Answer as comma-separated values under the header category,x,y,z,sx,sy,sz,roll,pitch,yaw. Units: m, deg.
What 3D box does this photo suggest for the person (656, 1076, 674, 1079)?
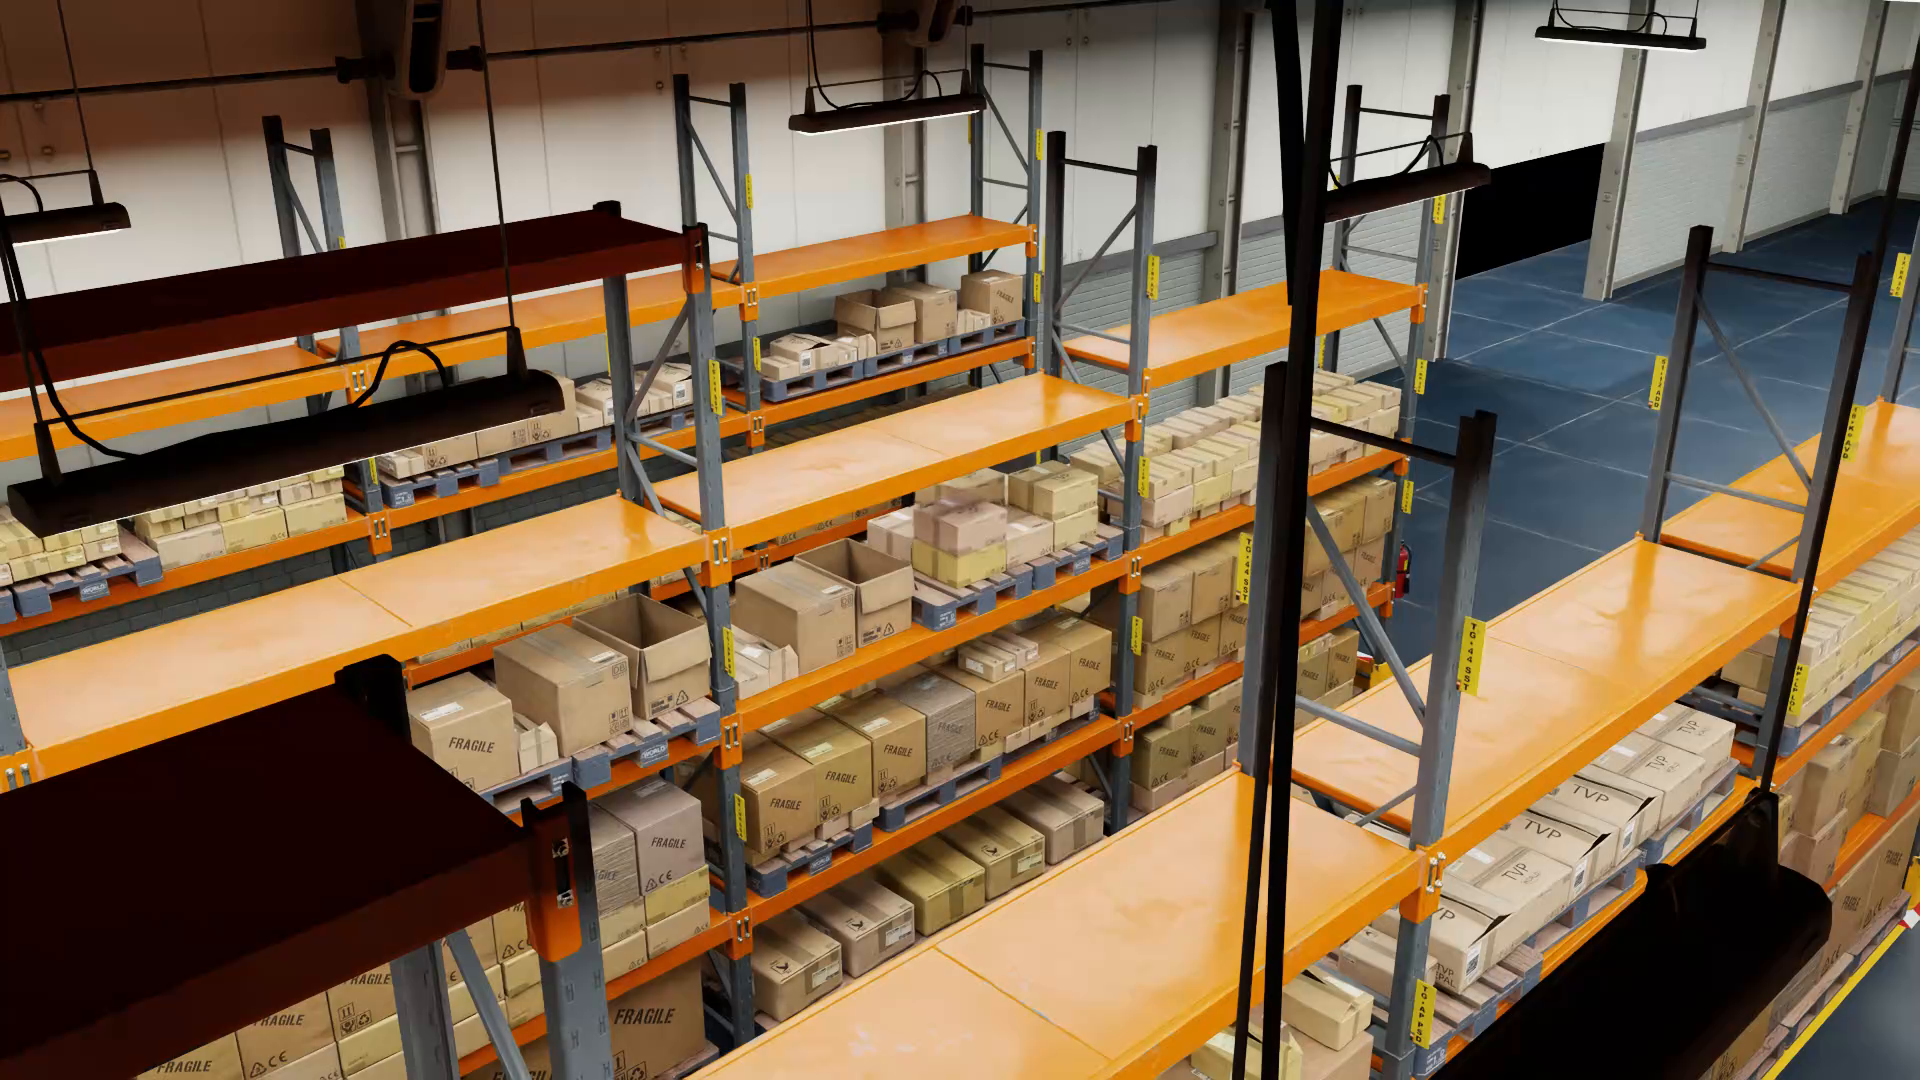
category,x,y,z,sx,sy,sz,roll,pitch,yaw
person,-1.581,3.750,9.521,0.581,1.732,0.511,11,25,26
